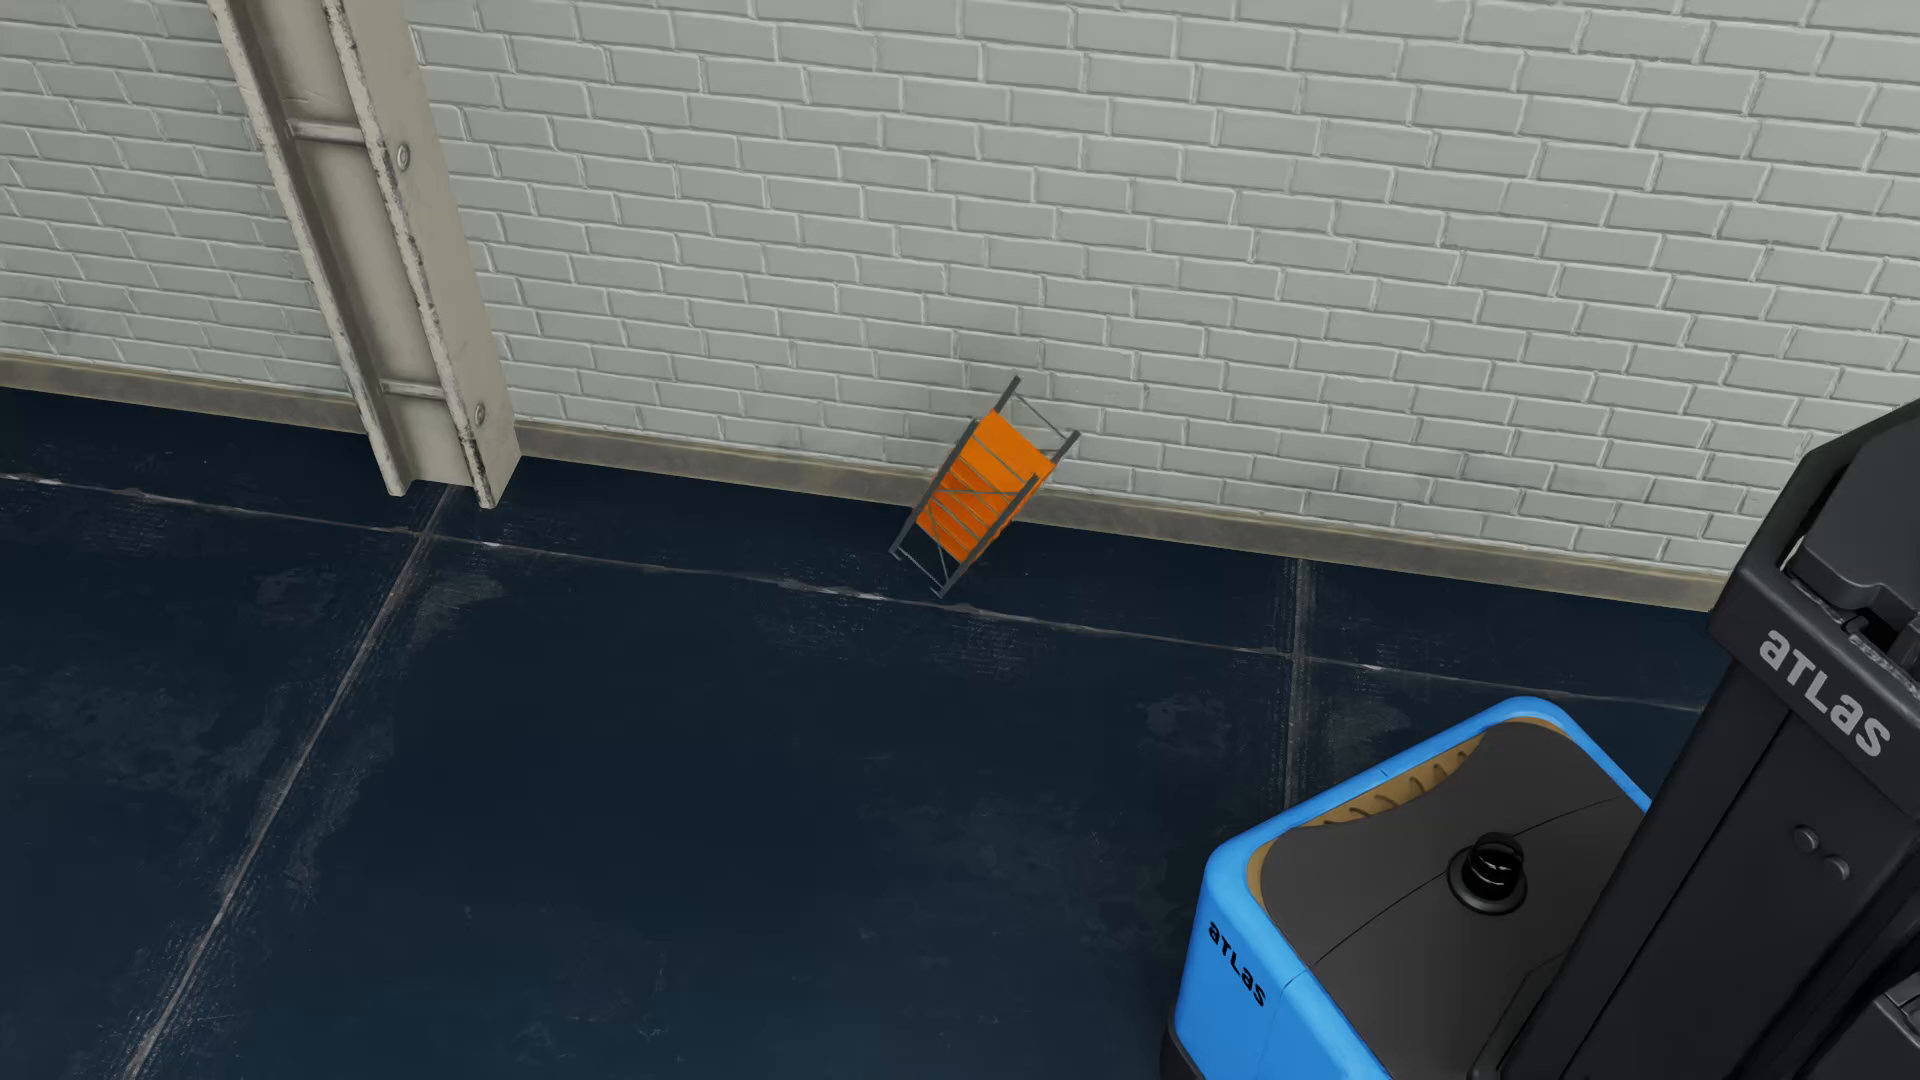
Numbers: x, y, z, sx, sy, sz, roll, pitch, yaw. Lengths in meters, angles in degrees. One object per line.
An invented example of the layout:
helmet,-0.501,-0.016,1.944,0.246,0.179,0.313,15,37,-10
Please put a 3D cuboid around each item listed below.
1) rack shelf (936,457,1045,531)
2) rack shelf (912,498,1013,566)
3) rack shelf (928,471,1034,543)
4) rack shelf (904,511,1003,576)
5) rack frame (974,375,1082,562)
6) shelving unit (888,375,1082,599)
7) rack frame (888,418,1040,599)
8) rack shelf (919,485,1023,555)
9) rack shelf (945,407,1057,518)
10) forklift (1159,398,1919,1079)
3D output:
rack shelf,0.090,-0.185,4.863,0.258,0.103,0.180,42,68,2
rack shelf,0.007,-0.078,5.196,0.258,0.103,0.180,42,68,2
rack shelf,0.062,-0.150,4.974,0.258,0.103,0.180,42,68,2
rack shelf,-0.020,-0.042,5.307,0.258,0.103,0.180,42,68,2
rack frame,0.103,-0.189,5.078,0.240,1.200,0.006,42,68,2
shelving unit,0.045,-0.127,5.044,0.258,1.200,0.189,42,68,2
rack frame,-0.013,-0.065,5.010,0.240,1.200,0.006,42,68,2
rack shelf,0.035,-0.114,5.085,0.258,0.103,0.180,42,68,2
rack shelf,0.117,-0.221,4.752,0.258,0.103,0.180,42,68,2
forklift,1.679,1.224,2.679,1.130,2.935,3.031,-22,52,-19
